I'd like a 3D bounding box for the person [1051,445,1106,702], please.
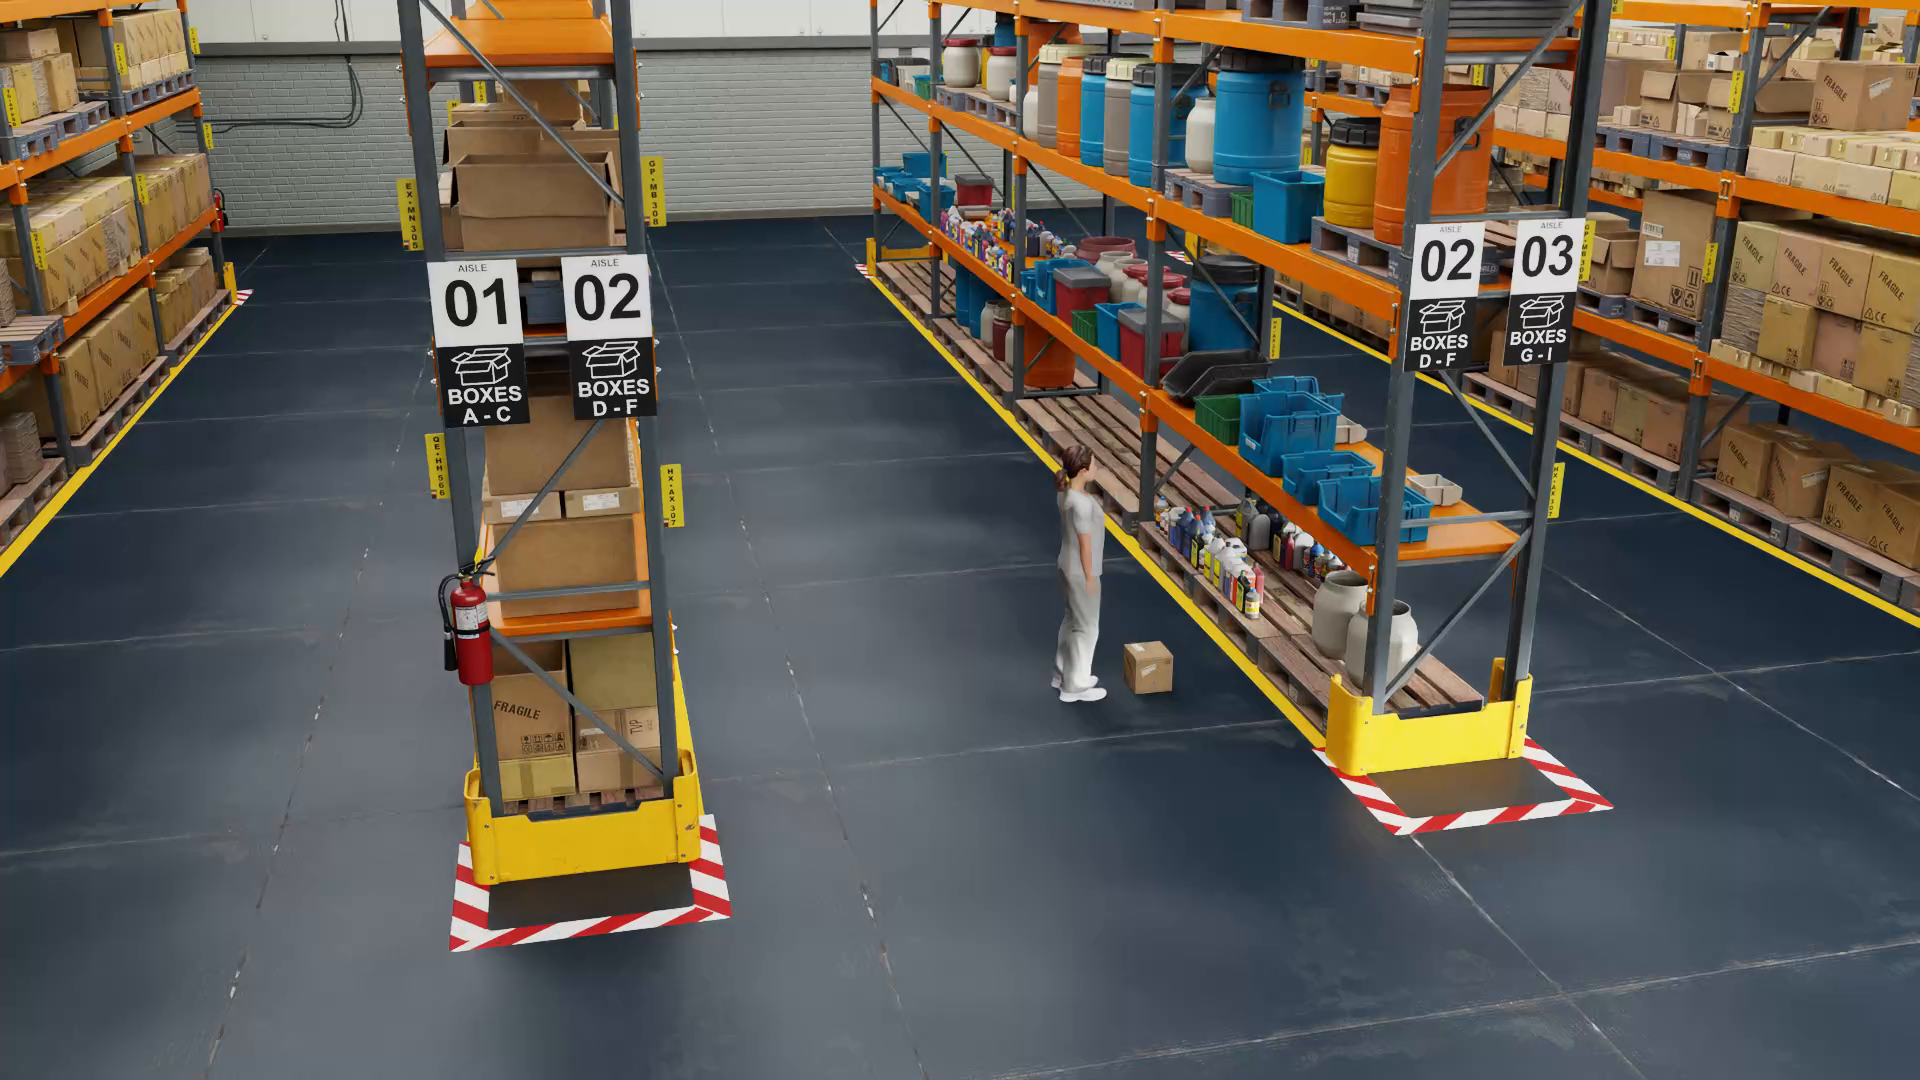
[{"bbox_3d":[0.743,0.201,10.525,0.358,1.668,0.436,-4,20,-11],"label":"person"}]
